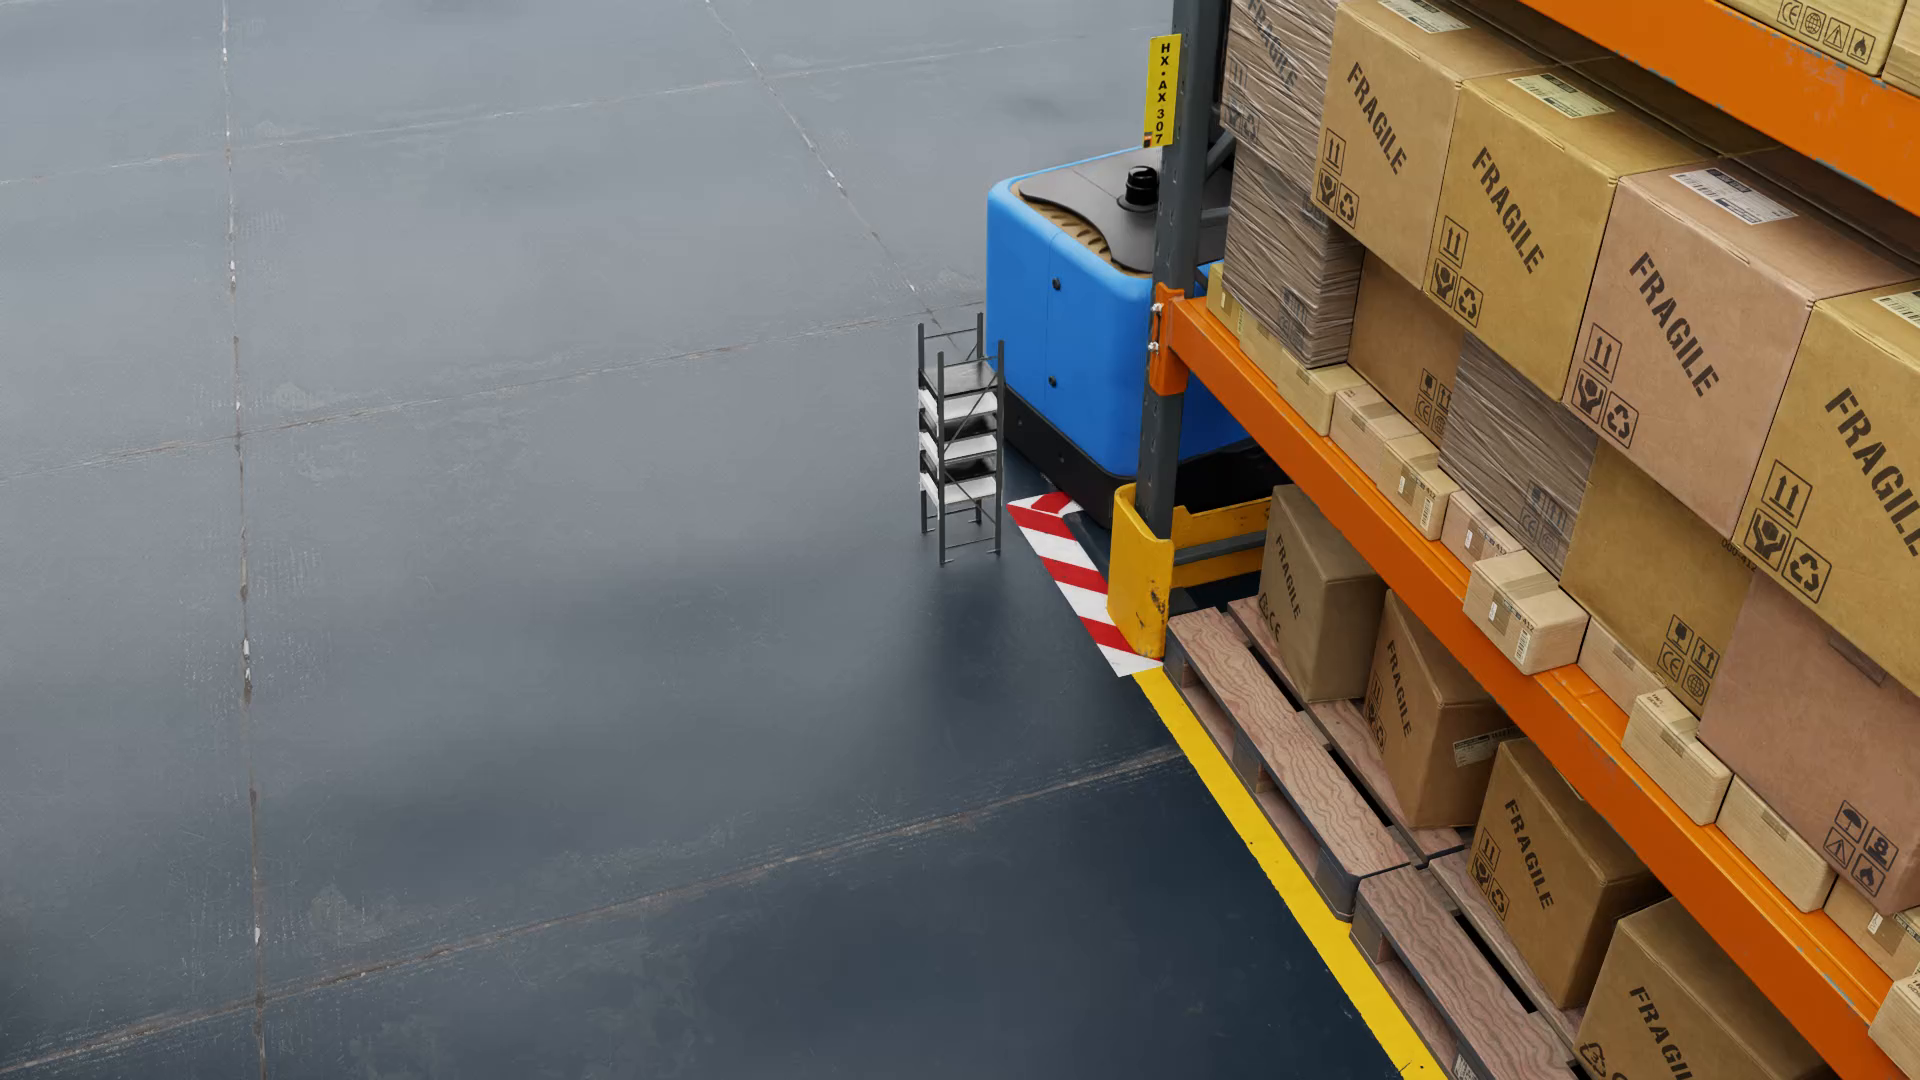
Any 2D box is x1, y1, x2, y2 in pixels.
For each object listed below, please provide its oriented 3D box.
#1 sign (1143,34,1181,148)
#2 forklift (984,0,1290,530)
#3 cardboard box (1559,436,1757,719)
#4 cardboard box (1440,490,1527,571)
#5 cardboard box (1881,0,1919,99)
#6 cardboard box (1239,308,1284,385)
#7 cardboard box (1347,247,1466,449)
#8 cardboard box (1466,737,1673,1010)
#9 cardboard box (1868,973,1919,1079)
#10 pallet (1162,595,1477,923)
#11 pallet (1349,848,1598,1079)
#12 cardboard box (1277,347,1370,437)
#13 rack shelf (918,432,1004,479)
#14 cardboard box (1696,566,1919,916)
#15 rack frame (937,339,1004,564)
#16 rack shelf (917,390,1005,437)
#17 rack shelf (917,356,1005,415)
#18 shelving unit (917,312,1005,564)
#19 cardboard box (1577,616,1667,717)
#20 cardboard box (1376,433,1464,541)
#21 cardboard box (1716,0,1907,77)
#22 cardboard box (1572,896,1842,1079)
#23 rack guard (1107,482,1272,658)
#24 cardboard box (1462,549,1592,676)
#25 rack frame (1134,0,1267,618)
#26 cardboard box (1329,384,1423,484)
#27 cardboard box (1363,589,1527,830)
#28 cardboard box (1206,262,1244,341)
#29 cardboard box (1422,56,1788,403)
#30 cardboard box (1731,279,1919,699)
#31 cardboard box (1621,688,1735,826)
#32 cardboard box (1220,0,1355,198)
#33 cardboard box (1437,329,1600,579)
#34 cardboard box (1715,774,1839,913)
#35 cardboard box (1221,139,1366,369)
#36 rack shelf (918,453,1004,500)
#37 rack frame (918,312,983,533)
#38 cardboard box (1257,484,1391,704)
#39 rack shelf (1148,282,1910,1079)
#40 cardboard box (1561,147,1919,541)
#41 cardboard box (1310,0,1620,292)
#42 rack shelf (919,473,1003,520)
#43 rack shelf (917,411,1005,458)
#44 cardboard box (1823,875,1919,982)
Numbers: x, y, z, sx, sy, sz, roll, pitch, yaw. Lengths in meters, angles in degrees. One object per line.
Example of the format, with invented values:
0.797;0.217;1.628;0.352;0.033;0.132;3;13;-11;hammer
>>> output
0.576;-1.274;4.729;0.100;0.325;0.005;-12;39;-16;sign
1.623;-1.848;6.267;3.031;2.935;1.130;-19;41;-24;forklift
1.827;-0.049;3.492;0.875;0.500;0.500;-12;39;-16;cardboard box
1.396;-0.025;3.999;0.380;0.149;0.250;-12;39;-16;cardboard box
1.710;-0.707;2.327;0.500;0.250;0.500;-13;39;-16;cardboard box
1.028;-0.585;4.742;0.380;0.149;0.250;-12;39;-16;cardboard box
1.534;-0.626;4.257;0.875;0.500;0.500;-12;39;-16;cardboard box
1.720;0.834;4.378;0.500;0.500;0.500;-9;38;-12;cardboard box
1.815;0.843;2.846;0.380;0.149;0.250;-12;39;-16;cardboard box
1.358;0.582;5.302;1.003;0.211;1.213;-12;39;-16;pallet
1.774;1.270;4.388;1.003;0.211;1.213;-12;39;-16;pallet
1.100;-0.441;4.551;0.380;0.149;0.250;-12;39;-16;cardboard box
0.003;-0.328;5.993;0.258;0.077;0.200;-12;39;-16;rack shelf
1.960;0.242;3.106;0.875;0.500;0.500;-12;39;-16;cardboard box
0.038;-0.297;5.897;0.240;0.900;0.006;-12;39;-16;rack frame
0.003;-0.472;5.885;0.258;0.077;0.200;-12;39;-16;rack shelf
0.003;-0.544;5.831;0.258;0.077;0.200;-12;39;-16;rack shelf
0.003;-0.355;5.973;0.258;0.900;0.210;-12;39;-16;shelving unit
1.596;0.251;3.632;0.380;0.149;0.250;-12;39;-16;cardboard box
1.285;-0.161;4.179;0.380;0.149;0.250;-12;39;-16;cardboard box
1.543;-0.990;2.702;0.500;0.250;0.500;-11;38;-15;cardboard box
1.871;1.159;3.947;0.500;0.500;0.500;-16;40;-20;cardboard box
1.112;0.000;5.834;1.175;0.500;0.348;-12;39;-16;rack guard
1.385;0.137;3.783;0.380;0.149;0.250;-12;39;-16;cardboard box
1.086;-1.041;5.139;1.000;3.000;0.127;-12;39;-16;rack frame
1.205;-0.304;4.369;0.380;0.149;0.250;-12;39;-16;cardboard box
1.523;0.477;4.853;0.500;0.500;0.500;-3;37;-4;cardboard box
0.960;-0.730;4.935;0.380;0.149;0.250;-12;39;-16;cardboard box
1.358;-0.666;3.479;0.500;0.500;0.500;-12;39;-16;cardboard box
1.705;-0.101;2.730;0.500;0.500;0.500;-12;39;-16;cardboard box
1.610;0.408;3.424;0.380;0.149;0.250;-12;39;-16;cardboard box
1.019;-1.232;4.231;0.500;0.500;0.500;-12;39;-16;cardboard box
1.665;-0.334;3.870;0.875;0.500;0.500;-12;39;-16;cardboard box
1.729;0.542;3.246;0.380;0.149;0.250;-12;39;-16;cardboard box
1.249;-0.883;4.599;0.875;0.500;0.500;-12;39;-16;cardboard box
0.003;-0.256;6.047;0.258;0.077;0.200;-12;39;-16;rack shelf
-0.032;-0.412;6.049;0.240;0.900;0.006;-12;39;-16;rack frame
1.285;0.146;5.292;0.500;0.500;0.500;-6;37;-7;cardboard box
1.774;0.376;3.855;1.077;0.370;4.000;-12;39;-16;rack shelf
1.536;-0.385;3.106;0.500;0.500;0.500;-12;39;-16;cardboard box
1.185;-0.948;3.854;0.500;0.500;0.500;-12;39;-16;cardboard box
0.003;-0.184;6.102;0.258;0.077;0.200;-12;39;-16;rack shelf
0.003;-0.400;5.939;0.258;0.077;0.200;-12;39;-16;rack shelf
1.853;0.675;3.070;0.380;0.149;0.250;-12;39;-16;cardboard box
